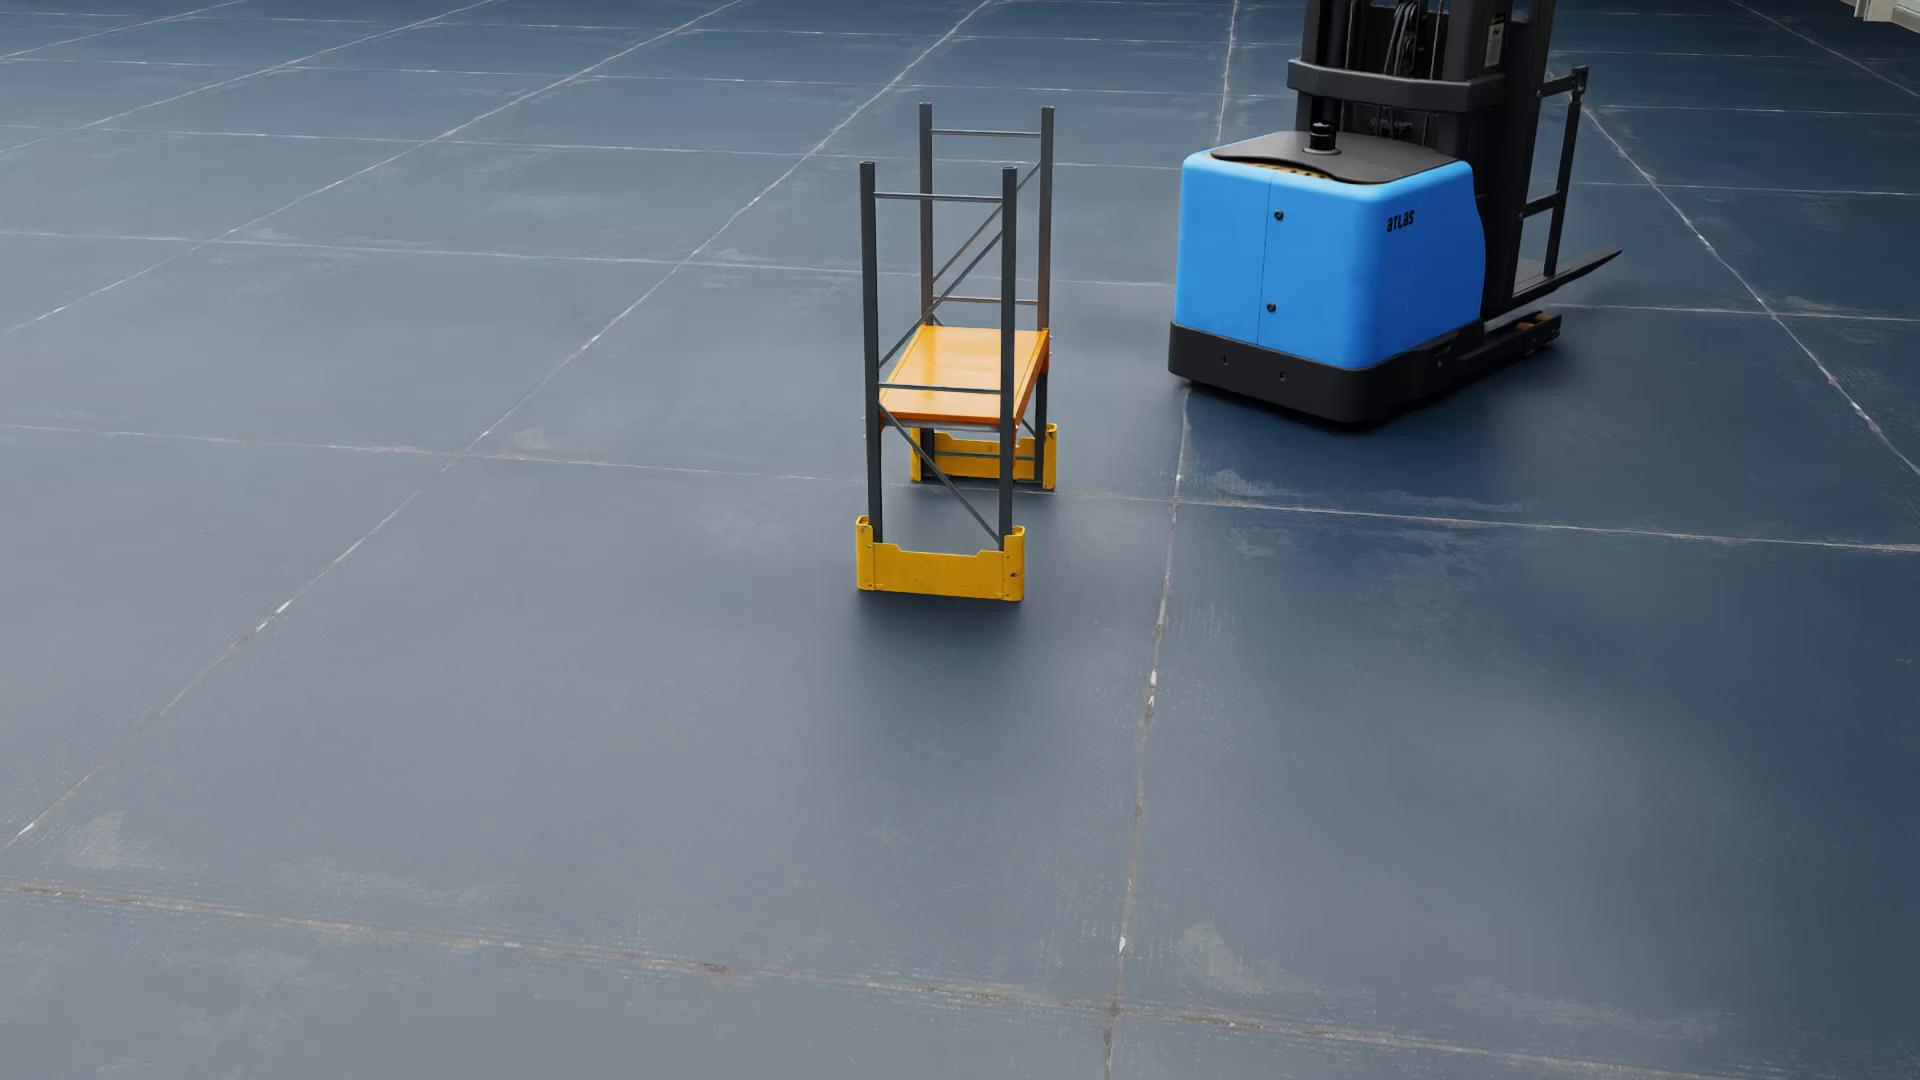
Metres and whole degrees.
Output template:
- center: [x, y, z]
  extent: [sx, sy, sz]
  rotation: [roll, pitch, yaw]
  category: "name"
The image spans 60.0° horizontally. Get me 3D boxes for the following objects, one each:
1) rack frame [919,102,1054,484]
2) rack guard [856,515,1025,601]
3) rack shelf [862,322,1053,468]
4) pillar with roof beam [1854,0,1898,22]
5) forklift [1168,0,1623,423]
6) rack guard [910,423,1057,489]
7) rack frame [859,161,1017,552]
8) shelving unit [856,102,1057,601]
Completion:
- center: [0.097, -0.928, 6.462]
  extent: [0.500, 1.500, 0.032]
  rotation: [4, 25, 9]
  category: "rack frame"
- center: [-0.069, 0.063, 5.820]
  extent: [0.587, 0.250, 0.087]
  rotation: [4, 25, 9]
  category: "rack guard"
- center: [0.014, -0.552, 6.085]
  extent: [0.538, 0.185, 1.000]
  rotation: [4, 25, 9]
  category: "rack shelf"
- center: [6.144, -10.301, 17.641]
  extent: [9.100, 9.000, 0.400]
  rotation: [4, 25, 9]
  category: "pillar with roof beam"
- center: [2.357, -2.365, 7.845]
  extent: [1.130, 2.935, 3.031]
  rotation: [22, 33, 39]
  category: "forklift"
- center: [0.094, -0.353, 6.710]
  extent: [0.587, 0.250, 0.087]
  rotation: [4, 25, 9]
  category: "rack guard"
- center: [-0.069, -0.502, 5.554]
  extent: [0.500, 1.500, 0.032]
  rotation: [4, 25, 9]
  category: "rack frame"
- center: [0.012, -0.711, 6.000]
  extent: [0.587, 1.500, 1.083]
  rotation: [4, 25, 9]
  category: "shelving unit"
